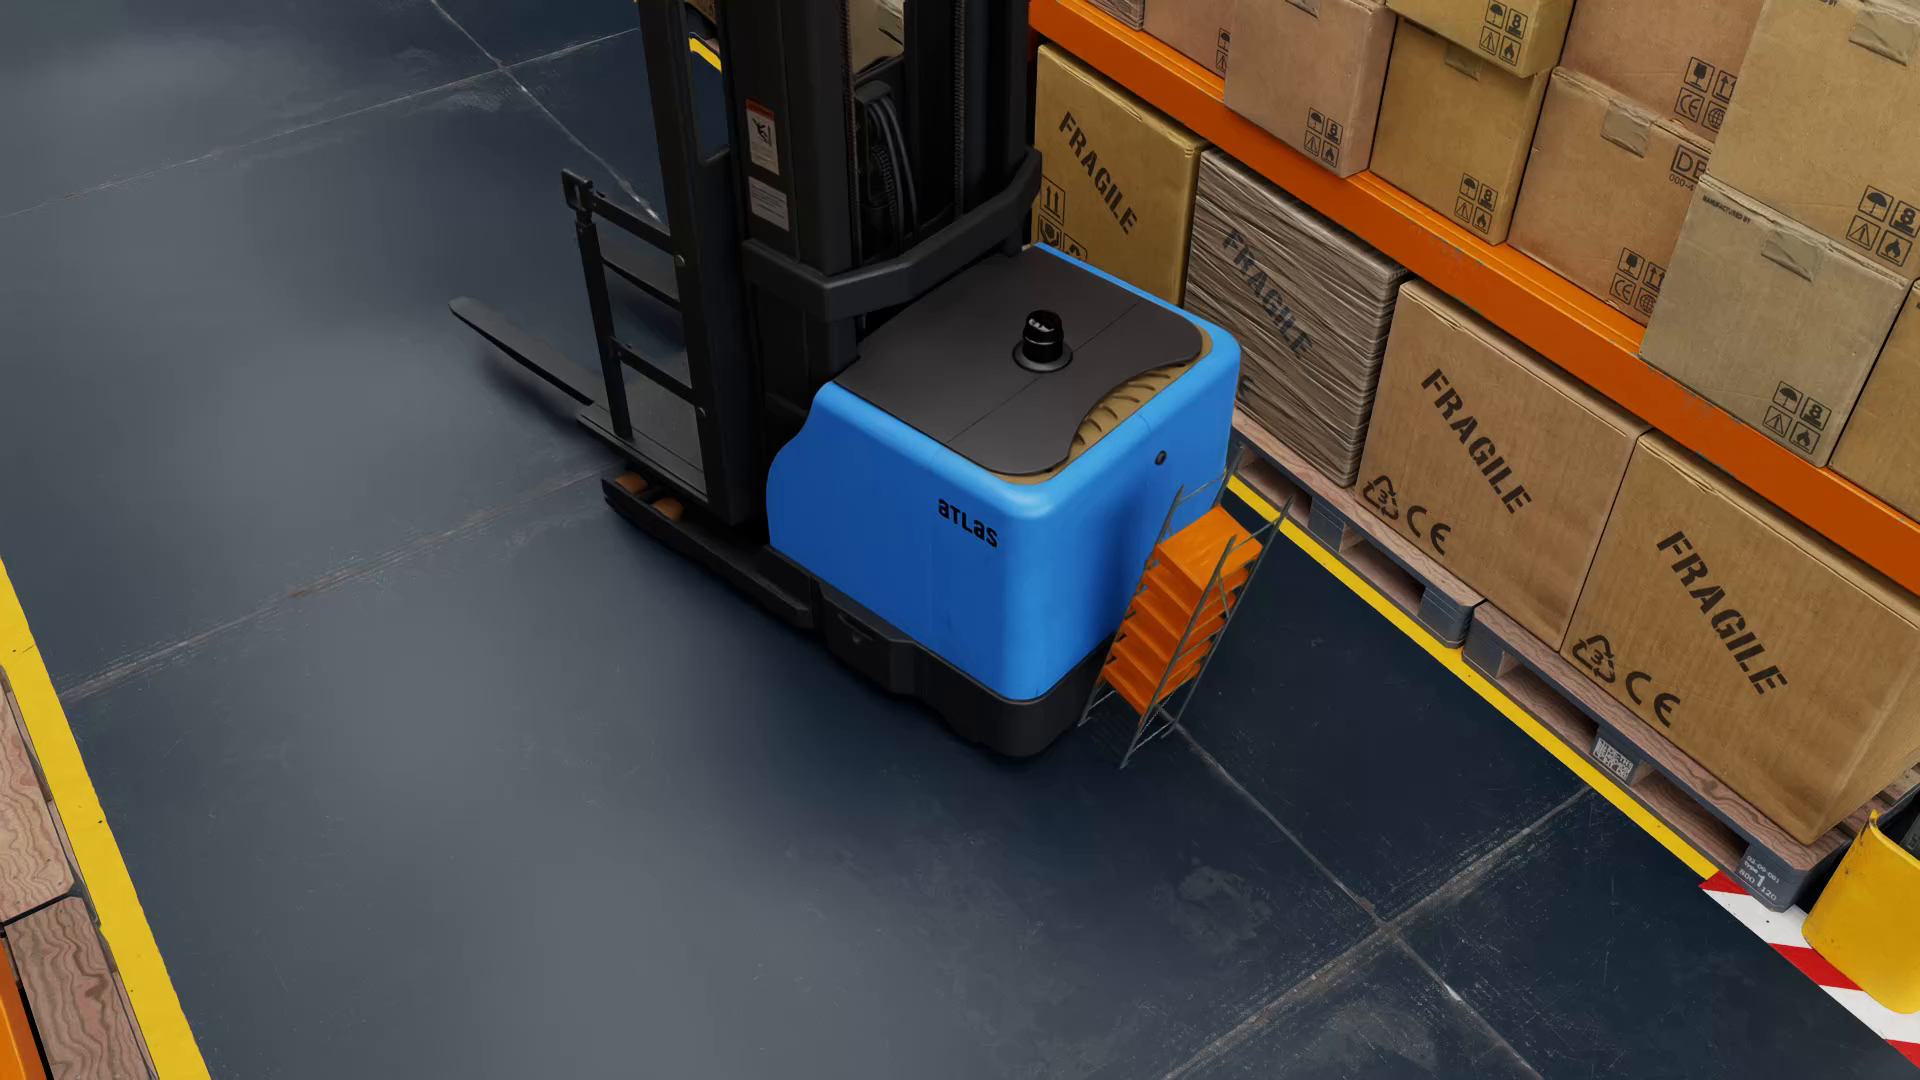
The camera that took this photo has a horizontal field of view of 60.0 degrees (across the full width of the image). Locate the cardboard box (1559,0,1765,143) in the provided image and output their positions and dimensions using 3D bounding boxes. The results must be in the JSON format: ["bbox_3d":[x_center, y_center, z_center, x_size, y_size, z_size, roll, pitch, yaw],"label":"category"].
[{"bbox_3d":[2.091,-1.462,4.219,0.875,0.550,0.550,-26,49,-24],"label":"cardboard box"}]

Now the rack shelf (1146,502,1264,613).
[{"bbox_3d":[0.650,0.044,4.382,0.258,0.103,0.180,-32,65,-29],"label":"rack shelf"}]

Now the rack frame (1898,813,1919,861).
[{"bbox_3d":[2.871,-0.146,3.731,1.000,3.000,0.127,-26,49,-24],"label":"rack frame"}]

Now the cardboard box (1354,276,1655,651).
[{"bbox_3d":[1.923,-0.385,5.216,0.875,0.875,0.875,-26,50,-25],"label":"cardboard box"}]

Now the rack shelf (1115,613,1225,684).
[{"bbox_3d":[0.594,0.254,4.669,0.258,0.103,0.180,-32,65,-29],"label":"rack shelf"}]

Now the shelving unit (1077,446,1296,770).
[{"bbox_3d":[0.601,0.228,4.633,0.258,1.200,0.189,-32,65,-29],"label":"shelving unit"}]

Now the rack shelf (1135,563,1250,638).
[{"bbox_3d":[0.631,0.114,4.477,0.258,0.103,0.180,-32,65,-29],"label":"rack shelf"}]

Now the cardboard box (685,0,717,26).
[{"bbox_3d":[-0.929,-3.141,8.193,1.050,0.750,0.750,-25,49,-24],"label":"cardboard box"}]

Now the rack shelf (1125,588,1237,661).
[{"bbox_3d":[0.613,0.184,4.573,0.258,0.103,0.180,-32,65,-29],"label":"rack shelf"}]

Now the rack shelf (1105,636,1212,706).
[{"bbox_3d":[0.576,0.324,4.765,0.258,0.103,0.180,-32,65,-29],"label":"rack shelf"}]

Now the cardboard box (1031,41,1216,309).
[{"bbox_3d":[0.885,-1.411,6.291,0.875,0.875,0.875,-25,49,-24],"label":"cardboard box"}]

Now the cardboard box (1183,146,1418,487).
[{"bbox_3d":[1.404,-0.902,5.757,0.875,0.875,0.875,-25,49,-24],"label":"cardboard box"}]

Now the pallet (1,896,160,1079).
[{"bbox_3d":[-2.428,1.557,3.966,1.003,0.211,1.213,-26,49,-24],"label":"pallet"}]

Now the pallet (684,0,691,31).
[{"bbox_3d":[-1.317,-3.192,8.941,1.003,0.211,1.213,-26,49,-24],"label":"pallet"}]

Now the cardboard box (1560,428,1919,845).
[{"bbox_3d":[2.428,0.112,4.695,0.875,0.875,0.875,-25,49,-24],"label":"cardboard box"}]

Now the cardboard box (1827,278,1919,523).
[{"bbox_3d":[2.621,-0.393,3.881,0.875,0.550,0.550,-26,49,-24],"label":"cardboard box"}]

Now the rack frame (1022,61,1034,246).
[{"bbox_3d":[0.582,-2.412,6.104,1.000,3.000,0.127,-26,49,-24],"label":"rack frame"}]

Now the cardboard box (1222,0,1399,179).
[{"bbox_3d":[1.349,-1.607,5.152,0.875,0.550,0.550,-26,49,-24],"label":"cardboard box"}]

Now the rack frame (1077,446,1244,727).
[{"bbox_3d":[0.542,0.167,4.667,0.240,1.200,0.006,-32,65,-29],"label":"rack frame"}]

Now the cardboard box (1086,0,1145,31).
[{"bbox_3d":[0.803,-2.262,5.838,0.875,0.550,0.550,-26,49,-24],"label":"cardboard box"}]

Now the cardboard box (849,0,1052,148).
[{"bbox_3d":[0.153,-2.066,7.067,1.050,0.750,0.750,-26,49,-25],"label":"cardboard box"}]

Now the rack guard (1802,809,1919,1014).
[{"bbox_3d":[2.884,0.771,4.580,1.175,0.500,0.348,-26,49,-24],"label":"rack guard"}]

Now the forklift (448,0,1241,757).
[{"bbox_3d":[-0.607,-1.291,4.980,3.031,2.935,1.130,31,52,28],"label":"forklift"}]

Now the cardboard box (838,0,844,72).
[{"bbox_3d":[-0.395,-2.614,7.641,1.050,0.750,0.750,-26,49,-24],"label":"cardboard box"}]

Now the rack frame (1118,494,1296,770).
[{"bbox_3d":[0.660,0.289,4.600,0.240,1.200,0.006,-32,65,-29],"label":"rack frame"}]

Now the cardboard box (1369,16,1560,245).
[{"bbox_3d":[1.734,-1.346,4.879,0.875,0.550,0.500,-26,49,-24],"label":"cardboard box"}]

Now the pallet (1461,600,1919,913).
[{"bbox_3d":[2.349,0.440,5.136,1.003,0.211,1.213,-26,49,-24],"label":"pallet"}]

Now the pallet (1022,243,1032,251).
[{"bbox_3d":[0.953,-0.942,6.583,1.003,0.211,1.213,-26,49,-24],"label":"pallet"}]

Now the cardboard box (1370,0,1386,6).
[{"bbox_3d":[1.371,-2.008,4.791,0.875,0.550,0.550,-26,49,-24],"label":"cardboard box"}]

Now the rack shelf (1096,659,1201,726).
[{"bbox_3d":[0.557,0.394,4.860,0.258,0.103,0.180,-32,65,-29],"label":"rack shelf"}]

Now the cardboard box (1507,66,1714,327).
[{"bbox_3d":[2.071,-1.062,4.582,0.875,0.550,0.550,-26,49,-24],"label":"cardboard box"}]

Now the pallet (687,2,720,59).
[{"bbox_3d":[-0.623,-2.502,8.218,1.003,0.211,1.213,-26,49,-24],"label":"pallet"}]

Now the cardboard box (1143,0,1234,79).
[{"bbox_3d":[1.136,-1.959,5.521,0.875,0.550,0.550,-26,49,-24],"label":"cardboard box"}]

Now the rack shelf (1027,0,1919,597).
[{"bbox_3d":[1.726,-1.019,5.166,1.077,0.370,4.000,-26,49,-24],"label":"rack shelf"}]

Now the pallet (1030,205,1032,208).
[{"bbox_3d":[0.079,-1.810,7.493,1.003,0.211,1.213,-26,49,-24],"label":"pallet"}]

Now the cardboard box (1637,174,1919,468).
[{"bbox_3d":[2.289,-0.696,4.198,0.875,0.550,0.550,-26,49,-24],"label":"cardboard box"}]

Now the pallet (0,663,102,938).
[{"bbox_3d":[-3.130,0.865,4.691,1.003,0.211,1.213,-26,49,-24],"label":"pallet"}]

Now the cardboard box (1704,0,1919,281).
[{"bbox_3d":[2.300,-1.092,3.831,0.875,0.550,0.550,-26,49,-24],"label":"cardboard box"}]

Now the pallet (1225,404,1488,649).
[{"bbox_3d":[1.655,-0.250,5.859,1.003,0.211,1.213,-26,49,-24],"label":"pallet"}]

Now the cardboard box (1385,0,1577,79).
[{"bbox_3d":[1.681,-1.711,4.480,0.875,0.550,0.500,-26,49,-24],"label":"cardboard box"}]
